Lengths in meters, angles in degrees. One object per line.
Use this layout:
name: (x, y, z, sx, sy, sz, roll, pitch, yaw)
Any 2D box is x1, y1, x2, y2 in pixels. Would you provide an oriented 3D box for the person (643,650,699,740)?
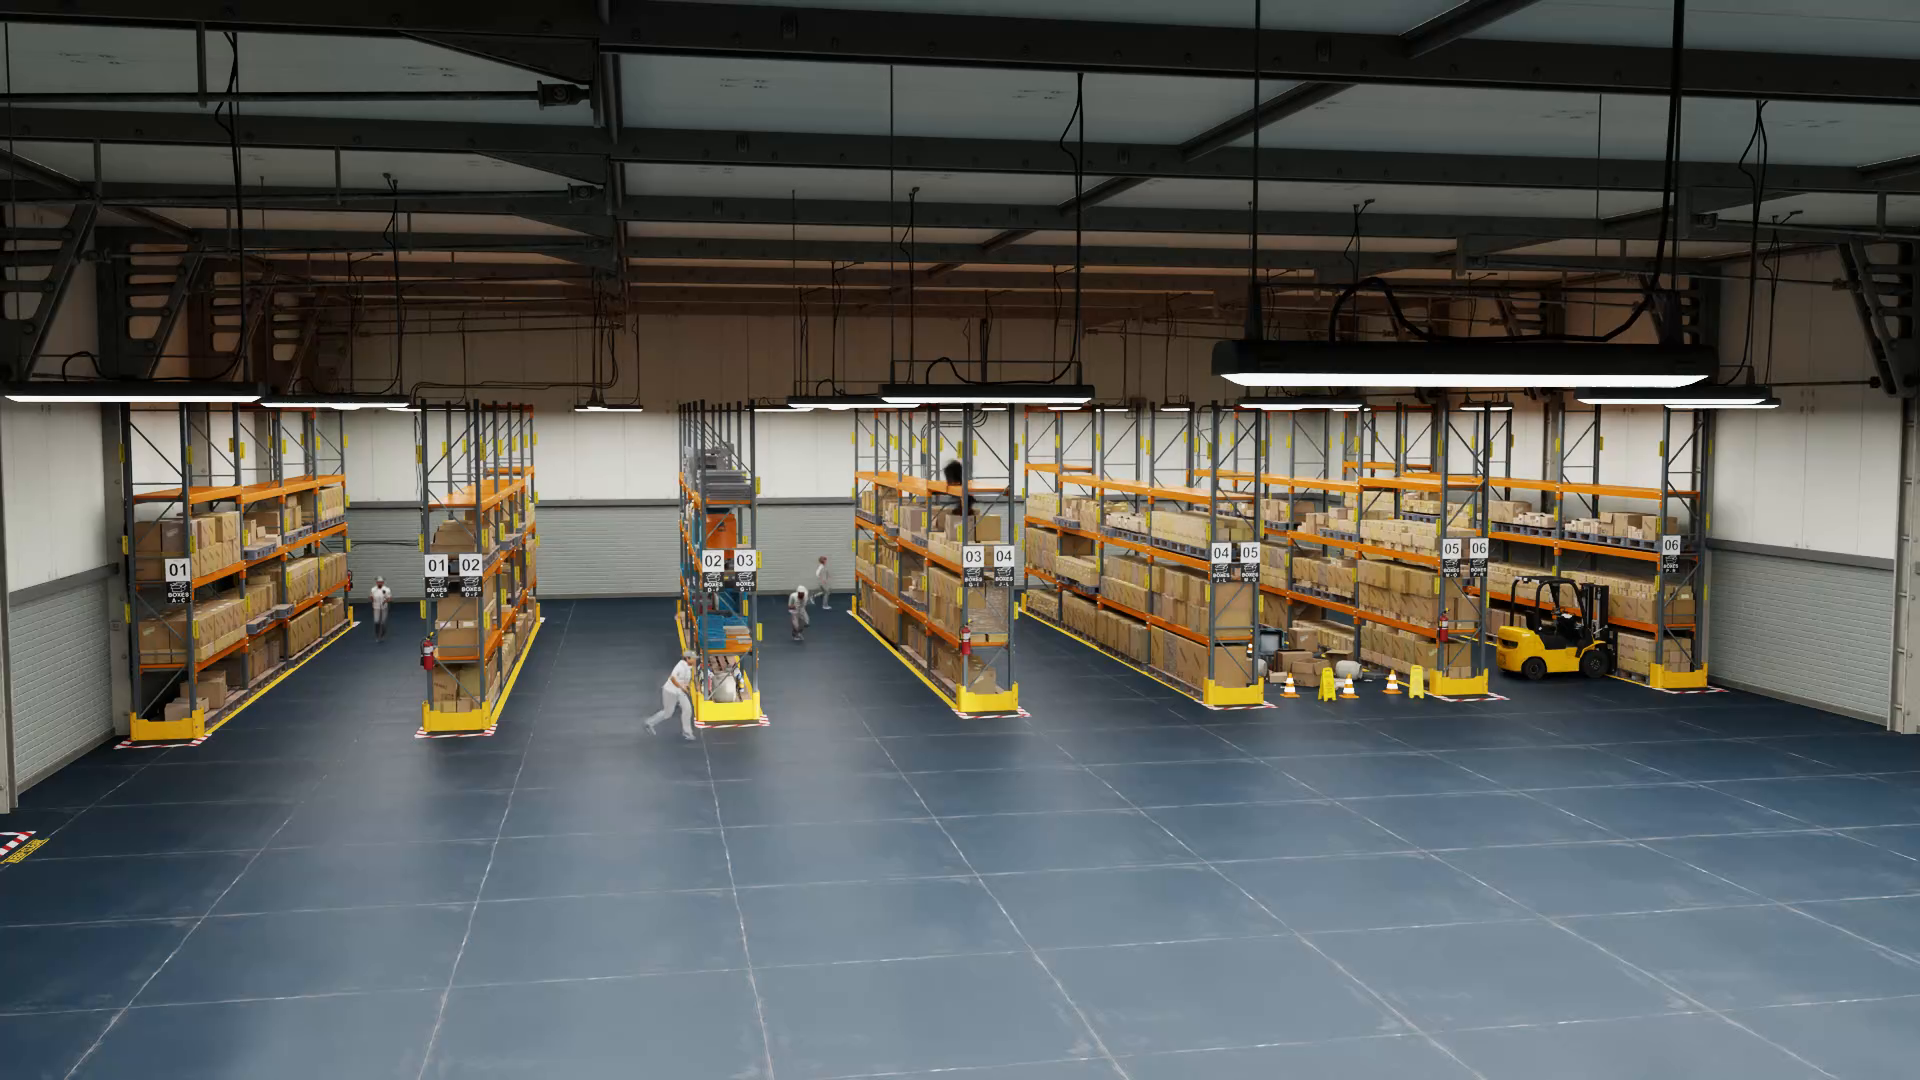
person: (-5.084, 2.743, 29.344, 1.026, 1.628, 0.639, 0, 4, 5)

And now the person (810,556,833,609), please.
person: (-4.081, 1.256, 48.854, 0.682, 1.562, 0.527, 0, 4, -1)

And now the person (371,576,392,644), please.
person: (-14.521, 1.744, 41.722, 0.521, 1.703, 0.783, -1, 4, -14)

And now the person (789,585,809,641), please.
person: (-4.023, 1.830, 41.642, 0.695, 1.474, 0.992, -2, 5, -29)
